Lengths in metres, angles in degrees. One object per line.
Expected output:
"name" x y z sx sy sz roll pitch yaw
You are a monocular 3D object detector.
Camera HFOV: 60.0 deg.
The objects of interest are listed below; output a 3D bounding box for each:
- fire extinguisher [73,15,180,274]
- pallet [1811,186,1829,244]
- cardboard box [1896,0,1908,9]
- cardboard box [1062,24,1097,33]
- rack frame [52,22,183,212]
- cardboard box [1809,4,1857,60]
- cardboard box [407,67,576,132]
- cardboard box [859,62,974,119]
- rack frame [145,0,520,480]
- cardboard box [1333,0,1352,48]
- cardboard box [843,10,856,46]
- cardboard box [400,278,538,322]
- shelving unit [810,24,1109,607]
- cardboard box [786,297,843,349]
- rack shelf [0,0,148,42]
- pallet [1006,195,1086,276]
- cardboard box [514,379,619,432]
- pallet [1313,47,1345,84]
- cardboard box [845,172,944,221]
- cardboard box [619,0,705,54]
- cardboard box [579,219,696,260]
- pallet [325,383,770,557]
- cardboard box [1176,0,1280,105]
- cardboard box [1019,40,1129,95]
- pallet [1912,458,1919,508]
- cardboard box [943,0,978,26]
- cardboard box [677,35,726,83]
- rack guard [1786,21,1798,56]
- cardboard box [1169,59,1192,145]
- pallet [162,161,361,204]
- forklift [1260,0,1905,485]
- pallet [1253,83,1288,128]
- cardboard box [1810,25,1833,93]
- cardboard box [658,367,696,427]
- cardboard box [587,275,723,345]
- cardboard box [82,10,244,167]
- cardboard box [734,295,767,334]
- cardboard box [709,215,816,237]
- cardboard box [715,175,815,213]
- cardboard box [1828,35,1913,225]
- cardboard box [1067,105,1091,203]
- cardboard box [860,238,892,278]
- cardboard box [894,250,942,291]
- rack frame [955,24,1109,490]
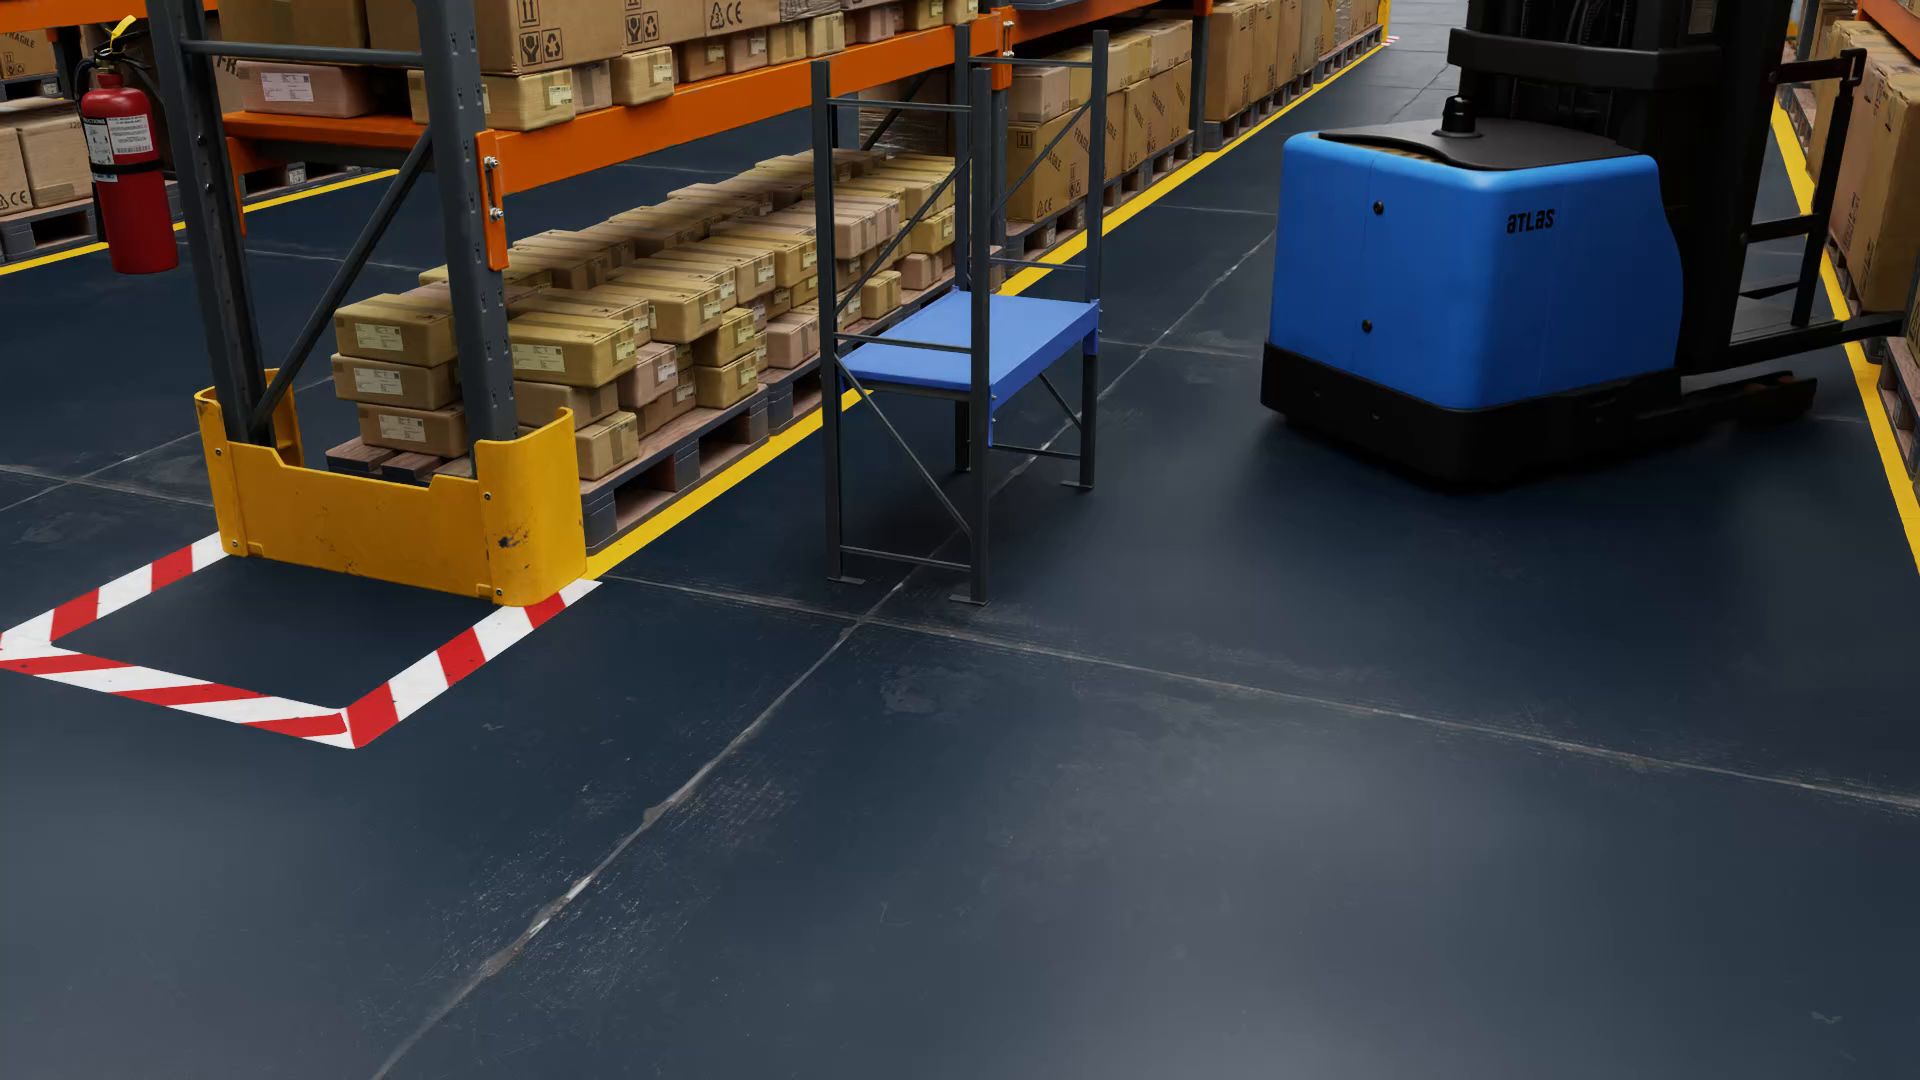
"fire extinguisher" -2.264 -1.068 4.500 0.296 0.674 0.183 9 24 20
"pallet" 5.434 -1.859 9.426 1.003 0.211 1.213 9 24 20
"cardboard box" 4.800 -2.781 7.886 0.500 0.500 0.500 9 24 20
"cardboard box" 0.560 -3.156 10.639 0.500 0.250 0.500 8 24 19
"rack frame" -4.890 -3.404 9.508 1.000 3.000 0.127 9 24 20
"cardboard box" 7.832 -4.466 14.747 0.500 0.500 0.500 7 24 15
"cardboard box" -1.318 -1.253 4.685 0.380 0.149 0.250 9 24 20
"cardboard box" -0.215 -2.421 8.879 0.500 0.250 0.500 8 24 19
"rack frame" -1.742 -1.300 4.471 1.000 3.000 0.127 9 24 20
"cardboard box" 3.345 -5.346 16.369 0.875 0.875 0.875 9 24 20
"cardboard box" -0.630 -2.012 6.500 0.380 0.149 0.250 8 24 19
"cardboard box" -1.634 -0.761 5.561 0.380 0.149 0.250 9 24 21
"shelving unit" 0.032 -0.723 5.034 0.538 1.500 1.048 9 24 20
"cardboard box" -0.688 -0.876 6.609 0.380 0.149 0.250 9 24 20
"rack shelf" -5.633 -2.357 7.933 1.077 0.370 4.000 9 24 20
"pallet" 0.031 -1.724 9.103 1.003 0.211 1.213 9 24 20
"cardboard box" -1.309 -0.467 5.243 0.380 0.149 0.250 10 25 22
"pallet" 3.070 -4.569 15.914 1.003 0.211 1.213 9 24 20
"cardboard box" -0.291 -1.533 7.410 0.380 0.149 0.250 9 24 20
"cardboard box" -1.144 -1.800 5.152 0.500 0.500 0.500 9 24 20
"cardboard box" -1.252 -1.138 6.464 0.380 0.149 0.250 8 24 18
"pallet" -1.379 -0.326 5.758 1.003 0.211 1.213 9 24 20
"cardboard box" 1.861 -3.837 12.919 1.050 0.750 0.750 9 24 21
"cardboard box" 0.652 -2.718 9.589 0.500 0.250 0.500 10 25 22
"pallet" 3.504 0.000 4.976 1.003 0.211 1.213 9 24 20
"cardboard box" -0.140 -2.372 7.364 0.380 0.149 0.250 8 24 19
"cardboard box" -1.019 -1.645 5.622 0.380 0.149 0.250 9 24 20
"rack guard" 8.740 -5.099 16.809 1.175 0.500 0.348 9 24 20
"cardboard box" 1.228 -2.931 11.072 0.500 0.500 0.500 9 24 20
"pallet" -4.673 -2.404 10.733 1.003 0.211 1.213 9 24 20
"forklift" 2.674 -1.939 6.088 3.031 2.935 1.130 -13 26 -28
"pallet" 2.047 -3.583 13.554 1.003 0.211 1.213 9 24 20
"cardboard box" 7.035 -3.681 12.844 0.700 0.500 0.500 7 24 16
"cardboard box" -1.143 -0.516 5.746 0.380 0.149 0.250 9 24 21
"cardboard box" -1.029 -0.780 5.607 0.380 0.149 0.250 9 24 20
"cardboard box" -4.734 -2.851 10.395 0.875 0.875 0.875 10 25 22
"cardboard box" -0.940 -0.842 6.141 0.380 0.149 0.250 8 24 18
"cardboard box" -0.757 -1.169 6.540 0.380 0.149 0.250 9 24 20
"cardboard box" -0.858 -1.507 7.347 0.380 0.149 0.250 8 24 19
"cardboard box" 5.183 -2.068 8.522 1.225 0.875 0.875 9 24 20
"cardboard box" 0.459 -2.188 9.295 0.500 0.500 0.500 10 25 22
"cardboard box" -0.511 -1.222 7.053 0.380 0.149 0.250 9 24 21
"cardboard box" -0.298 -1.236 7.471 0.380 0.149 0.250 8 24 18
"rack frame" 0.220 -0.904 5.470 0.500 1.500 0.032 9 24 20
